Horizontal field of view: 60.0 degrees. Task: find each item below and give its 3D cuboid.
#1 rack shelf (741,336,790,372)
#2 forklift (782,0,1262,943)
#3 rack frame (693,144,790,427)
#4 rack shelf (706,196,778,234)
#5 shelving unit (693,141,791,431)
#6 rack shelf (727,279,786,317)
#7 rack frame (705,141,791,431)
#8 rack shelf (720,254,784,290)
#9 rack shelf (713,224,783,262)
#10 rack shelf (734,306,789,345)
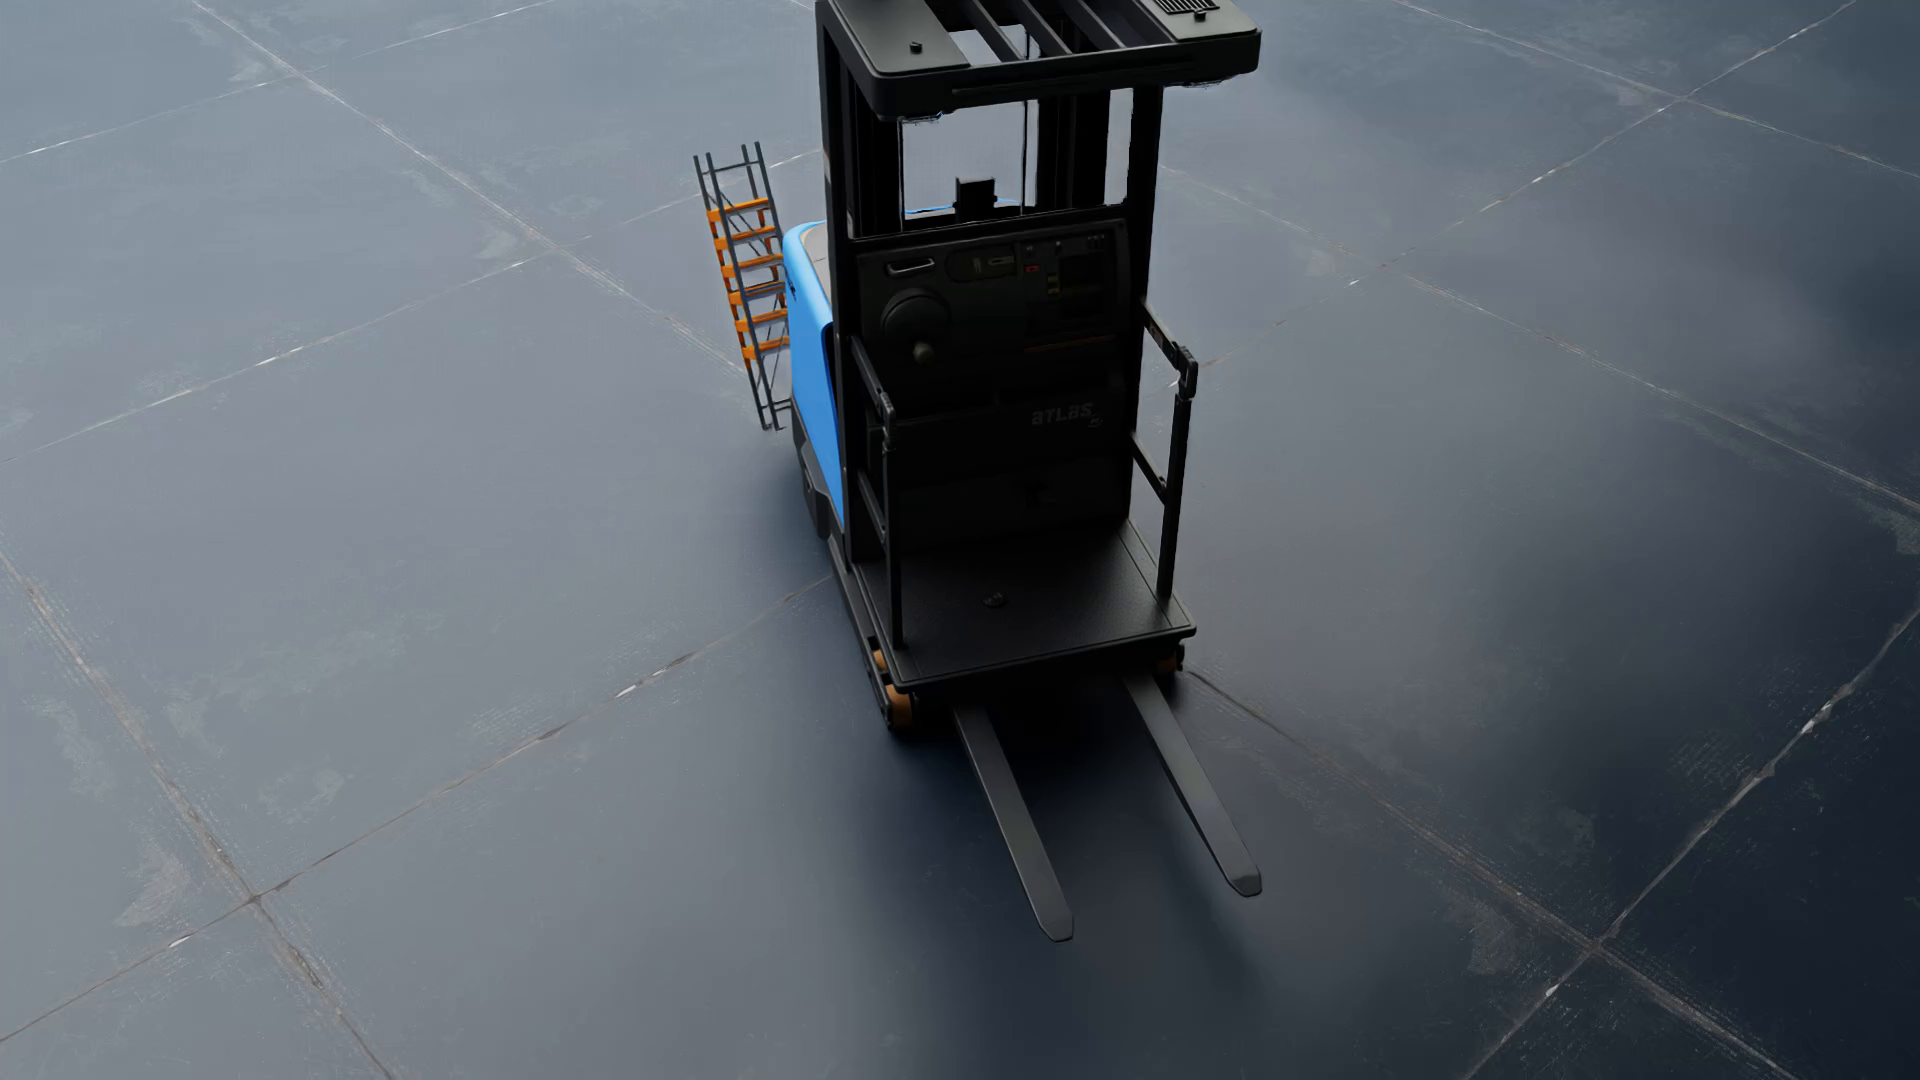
[{"bbox_3d":[-0.800,-0.818,7.244,0.258,0.103,0.180,-19,16,-22],"label":"rack shelf"},{"bbox_3d":[0.180,-0.748,5.344,1.130,2.935,3.031,-10,40,-12],"label":"forklift"},{"bbox_3d":[-0.900,-1.100,7.254,0.240,1.200,0.006,-19,16,-22],"label":"rack frame"},{"bbox_3d":[-0.929,-1.385,7.092,0.258,0.103,0.180,-19,16,-22],"label":"rack shelf"},{"bbox_3d":[-0.861,-1.087,7.172,0.258,1.200,0.189,-19,16,-22],"label":"shelving unit"},{"bbox_3d":[-0.852,-1.045,7.183,0.258,0.103,0.180,-19,16,-22],"label":"rack shelf"},{"bbox_3d":[-0.822,-1.074,7.090,0.240,1.200,0.006,-19,16,-22],"label":"rack frame"},{"bbox_3d":[-0.877,-1.158,7.153,0.258,0.103,0.180,-19,16,-22],"label":"rack shelf"},{"bbox_3d":[-0.903,-1.271,7.123,0.258,0.103,0.180,-19,16,-22],"label":"rack shelf"},{"bbox_3d":[-0.826,-0.932,7.214,0.258,0.103,0.180,-19,16,-22],"label":"rack shelf"}]
